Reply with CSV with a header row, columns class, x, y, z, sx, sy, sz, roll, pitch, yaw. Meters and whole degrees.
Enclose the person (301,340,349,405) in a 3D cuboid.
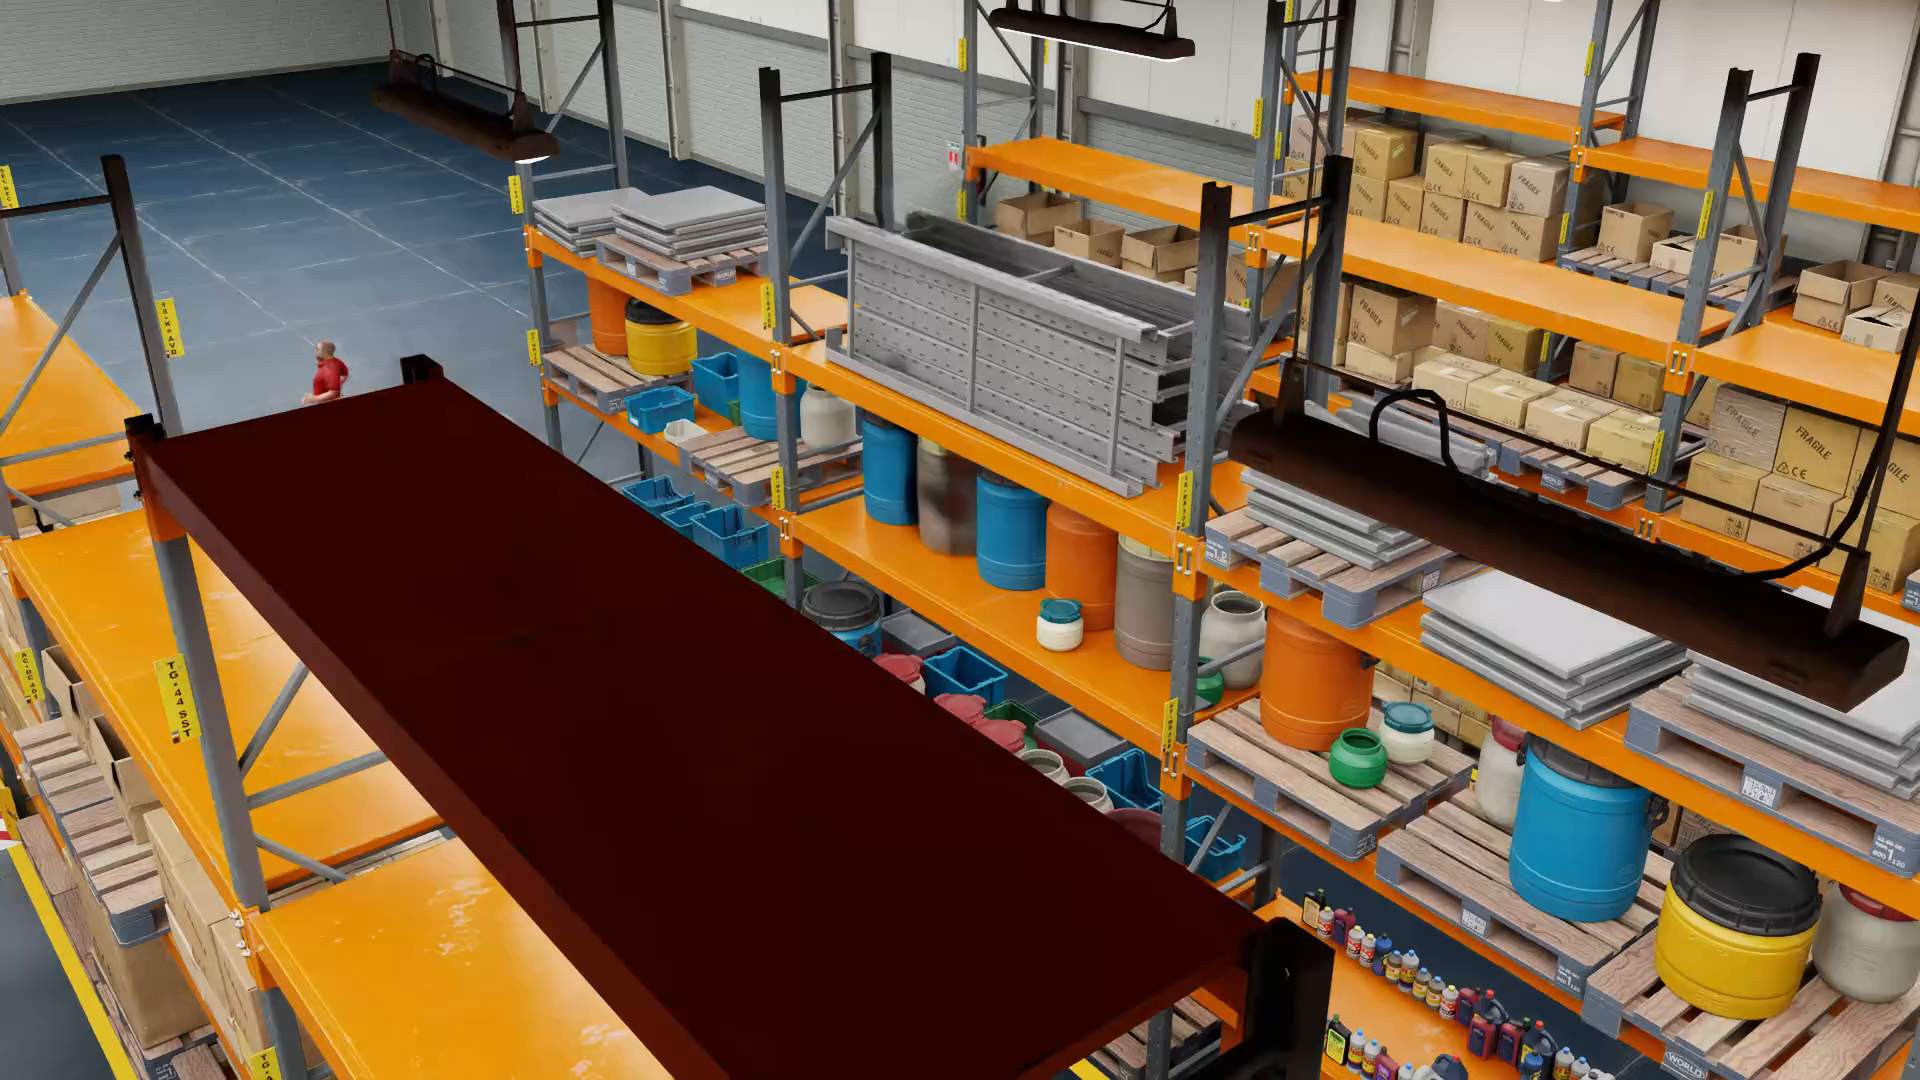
class,x,y,z,sx,sy,sz,roll,pitch,yaw
person,-7.337,-1.543,19.516,0.758,1.682,0.672,-6,26,-12
